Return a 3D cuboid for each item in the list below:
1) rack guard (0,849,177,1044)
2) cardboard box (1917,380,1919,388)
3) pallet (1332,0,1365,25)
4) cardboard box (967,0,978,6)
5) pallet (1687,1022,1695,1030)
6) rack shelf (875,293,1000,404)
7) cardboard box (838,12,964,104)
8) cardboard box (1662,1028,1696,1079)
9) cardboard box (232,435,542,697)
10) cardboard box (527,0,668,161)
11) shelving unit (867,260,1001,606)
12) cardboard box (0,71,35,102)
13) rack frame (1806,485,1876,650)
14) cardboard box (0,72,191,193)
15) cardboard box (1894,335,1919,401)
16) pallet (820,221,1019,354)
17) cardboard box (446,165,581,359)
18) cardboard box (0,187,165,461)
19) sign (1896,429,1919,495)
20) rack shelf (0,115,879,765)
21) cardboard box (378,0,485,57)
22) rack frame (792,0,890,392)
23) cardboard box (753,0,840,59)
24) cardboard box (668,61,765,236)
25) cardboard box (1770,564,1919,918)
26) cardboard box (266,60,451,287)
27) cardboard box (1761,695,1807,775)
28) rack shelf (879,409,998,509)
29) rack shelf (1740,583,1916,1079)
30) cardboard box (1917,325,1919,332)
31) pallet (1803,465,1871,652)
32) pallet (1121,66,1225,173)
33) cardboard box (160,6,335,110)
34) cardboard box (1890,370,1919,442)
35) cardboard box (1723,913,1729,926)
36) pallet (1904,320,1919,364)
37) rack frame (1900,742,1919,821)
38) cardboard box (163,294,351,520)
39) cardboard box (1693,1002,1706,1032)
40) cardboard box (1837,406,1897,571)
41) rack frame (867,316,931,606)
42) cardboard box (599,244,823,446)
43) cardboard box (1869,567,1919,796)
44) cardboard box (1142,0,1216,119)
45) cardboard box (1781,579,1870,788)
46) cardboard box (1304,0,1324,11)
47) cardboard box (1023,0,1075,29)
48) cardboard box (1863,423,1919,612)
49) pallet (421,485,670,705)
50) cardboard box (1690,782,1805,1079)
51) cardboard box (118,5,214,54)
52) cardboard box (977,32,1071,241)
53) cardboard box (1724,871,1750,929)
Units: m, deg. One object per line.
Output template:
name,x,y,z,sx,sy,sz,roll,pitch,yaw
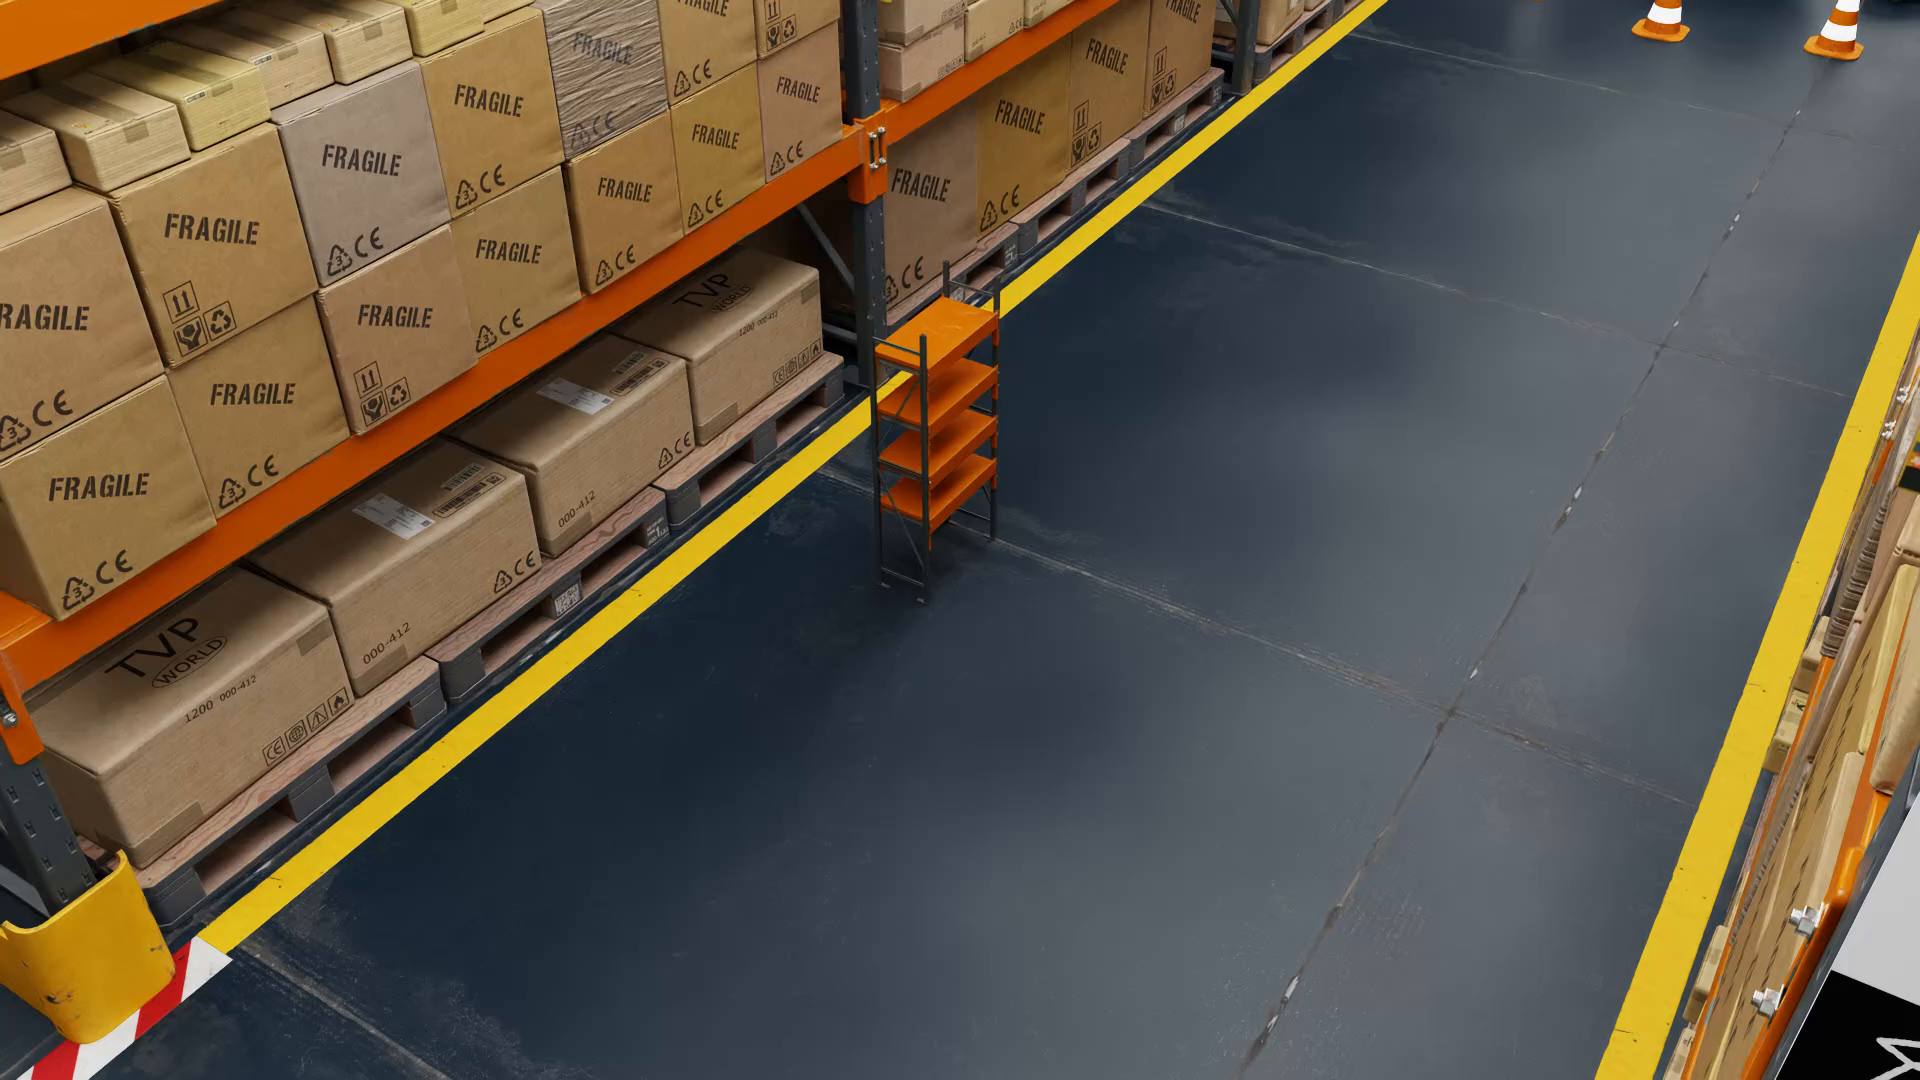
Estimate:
rack guard,-2.938,1.007,5.034,1.175,0.500,0.348,21,42,25
cardboard box,2.974,-0.475,4.583,0.500,0.500,0.500,20,42,24
pallet,2.435,-4.044,11.823,1.003,0.211,1.213,21,42,25
cardboard box,-0.053,-2.608,7.390,0.500,0.250,0.500,22,43,26
pallet,2.469,1.603,4.497,1.003,0.211,1.213,21,42,25
rack shelf,-0.089,-0.701,6.033,0.258,0.148,0.480,21,42,25
cardboard box,-0.323,-2.138,7.190,0.500,0.250,0.500,20,42,24
cardboard box,1.882,1.388,3.997,0.380,0.149,0.250,23,43,27
cardboard box,-2.173,0.006,6.040,0.875,0.438,0.875,22,43,26
cardboard box,-1.345,-1.635,5.513,0.500,0.500,0.500,22,43,26
shelving unit,-0.089,-0.390,6.273,0.258,1.200,0.503,21,42,25
cardboard box,-2.719,-1.238,4.466,0.380,0.149,0.250,21,42,25
rack frame,3.452,-0.490,4.929,1.000,3.000,0.127,21,42,25
cardboard box,-2.185,-1.035,4.204,0.380,0.149,0.250,23,43,26
cardboard box,4.189,-0.658,6.850,0.500,0.500,0.500,20,42,24
pallet,-0.432,-1.375,8.361,1.003,0.211,1.213,21,42,25
cardboard box,-1.636,-0.978,5.480,0.500,0.500,0.500,23,43,27
cardboard box,-2.427,-0.585,4.151,0.500,0.500,0.500,20,42,24
sign,0.851,-0.159,1.317,0.100,0.325,0.005,21,42,25
rack shelf,-1.854,-0.741,5.844,1.077,0.370,4.000,21,42,25
cardboard box,-1.635,-1.566,4.892,0.380,0.149,0.250,20,42,24
rack frame,-0.782,-2.057,6.962,1.000,3.000,0.127,21,42,25
cardboard box,-0.802,-2.159,6.193,0.500,0.500,0.500,21,42,25
cardboard box,-1.086,-1.507,6.166,0.500,0.500,0.500,20,42,24
cardboard box,1.615,0.440,2.578,0.500,0.500,0.500,20,42,24
cardboard box,-1.887,-1.122,4.847,0.500,0.500,0.500,21,42,25
cardboard box,2.843,0.692,5.386,0.380,0.149,0.250,22,43,26
rack shelf,-0.089,-0.337,6.314,0.258,0.148,0.480,21,42,25
rack shelf,2.380,-0.362,2.895,1.077,0.370,4.000,21,42,25
cardboard box,4.734,-1.187,7.536,0.500,0.500,0.500,22,43,26
pallet,3.868,0.212,6.302,1.003,0.211,1.213,21,42,25
pallet,0.875,-2.633,9.993,1.003,0.211,1.213,21,42,25
cardboard box,-1.963,-1.329,4.585,0.380,0.149,0.250,22,43,26
cardboard box,3.024,-0.352,4.955,0.380,0.149,0.250,23,43,27
cardboard box,2.324,1.237,4.679,0.380,0.149,0.250,20,42,24
pallet,5.175,-1.046,7.933,1.003,0.211,1.213,21,42,25
rack frame,1.309,-0.804,0.422,1.000,3.000,0.127,21,42,25
cardboard box,-2.178,-0.458,4.806,0.500,0.500,0.500,21,42,25
cardboard box,2.047,1.386,4.243,0.380,0.149,0.250,23,43,27
cardboard box,3.636,-0.131,6.166,0.500,0.500,0.500,20,42,24
rack frame,-0.219,-0.264,6.110,0.240,1.200,0.015,21,42,25
cardboard box,-1.209,-0.920,7.242,0.875,0.438,0.875,21,42,24
cardboard box,1.329,0.122,1.801,0.500,0.250,0.500,20,42,24
cardboard box,0.921,-3.115,9.731,0.875,0.875,0.875,21,42,25
cardboard box,2.152,0.317,3.557,0.500,0.500,0.500,23,43,27
cardboard box,2.061,-3.916,11.181,0.950,0.372,0.625,20,42,24
cardboard box,0.241,-2.665,7.873,0.500,0.250,0.500,21,42,25
cardboard box,2.167,-0.105,3.285,0.500,0.500,0.500,20,42,24
pallet,-1.908,0.045,6.519,1.003,0.211,1.213,21,42,25
cardboard box,1.612,0.835,2.885,0.500,0.500,0.500,20,42,24
cardboard box,-2.349,-1.466,4.762,0.380,0.149,0.250,21,42,25
cardboard box,-0.040,-2.196,8.538,0.875,0.875,0.875,22,43,26
cardboard box,2.324,1.116,4.593,0.380,0.149,0.250,21,42,25
